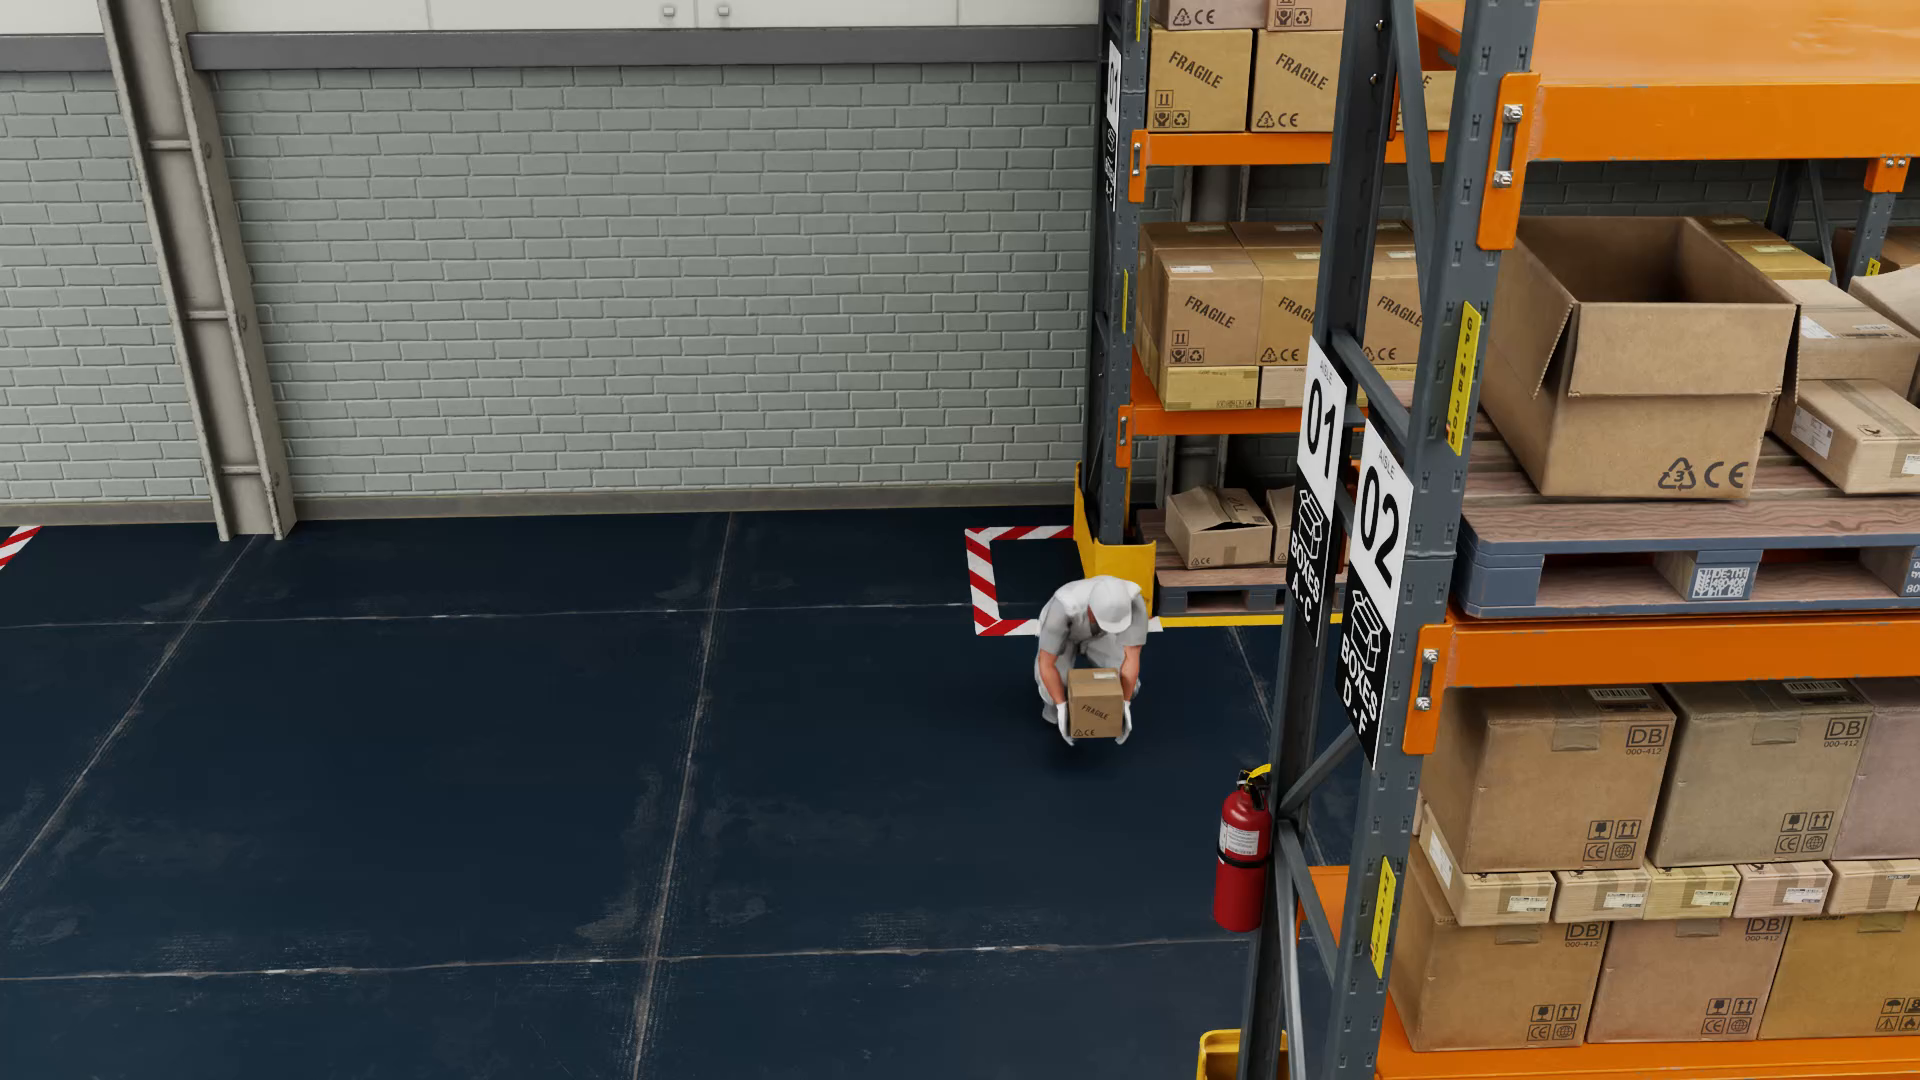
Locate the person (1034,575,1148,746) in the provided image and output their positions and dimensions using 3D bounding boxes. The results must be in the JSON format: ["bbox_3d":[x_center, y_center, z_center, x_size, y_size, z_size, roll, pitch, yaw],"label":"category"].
[{"bbox_3d":[0.659,0.518,8.460,0.562,0.999,0.837,-2,27,-4],"label":"person"}]
